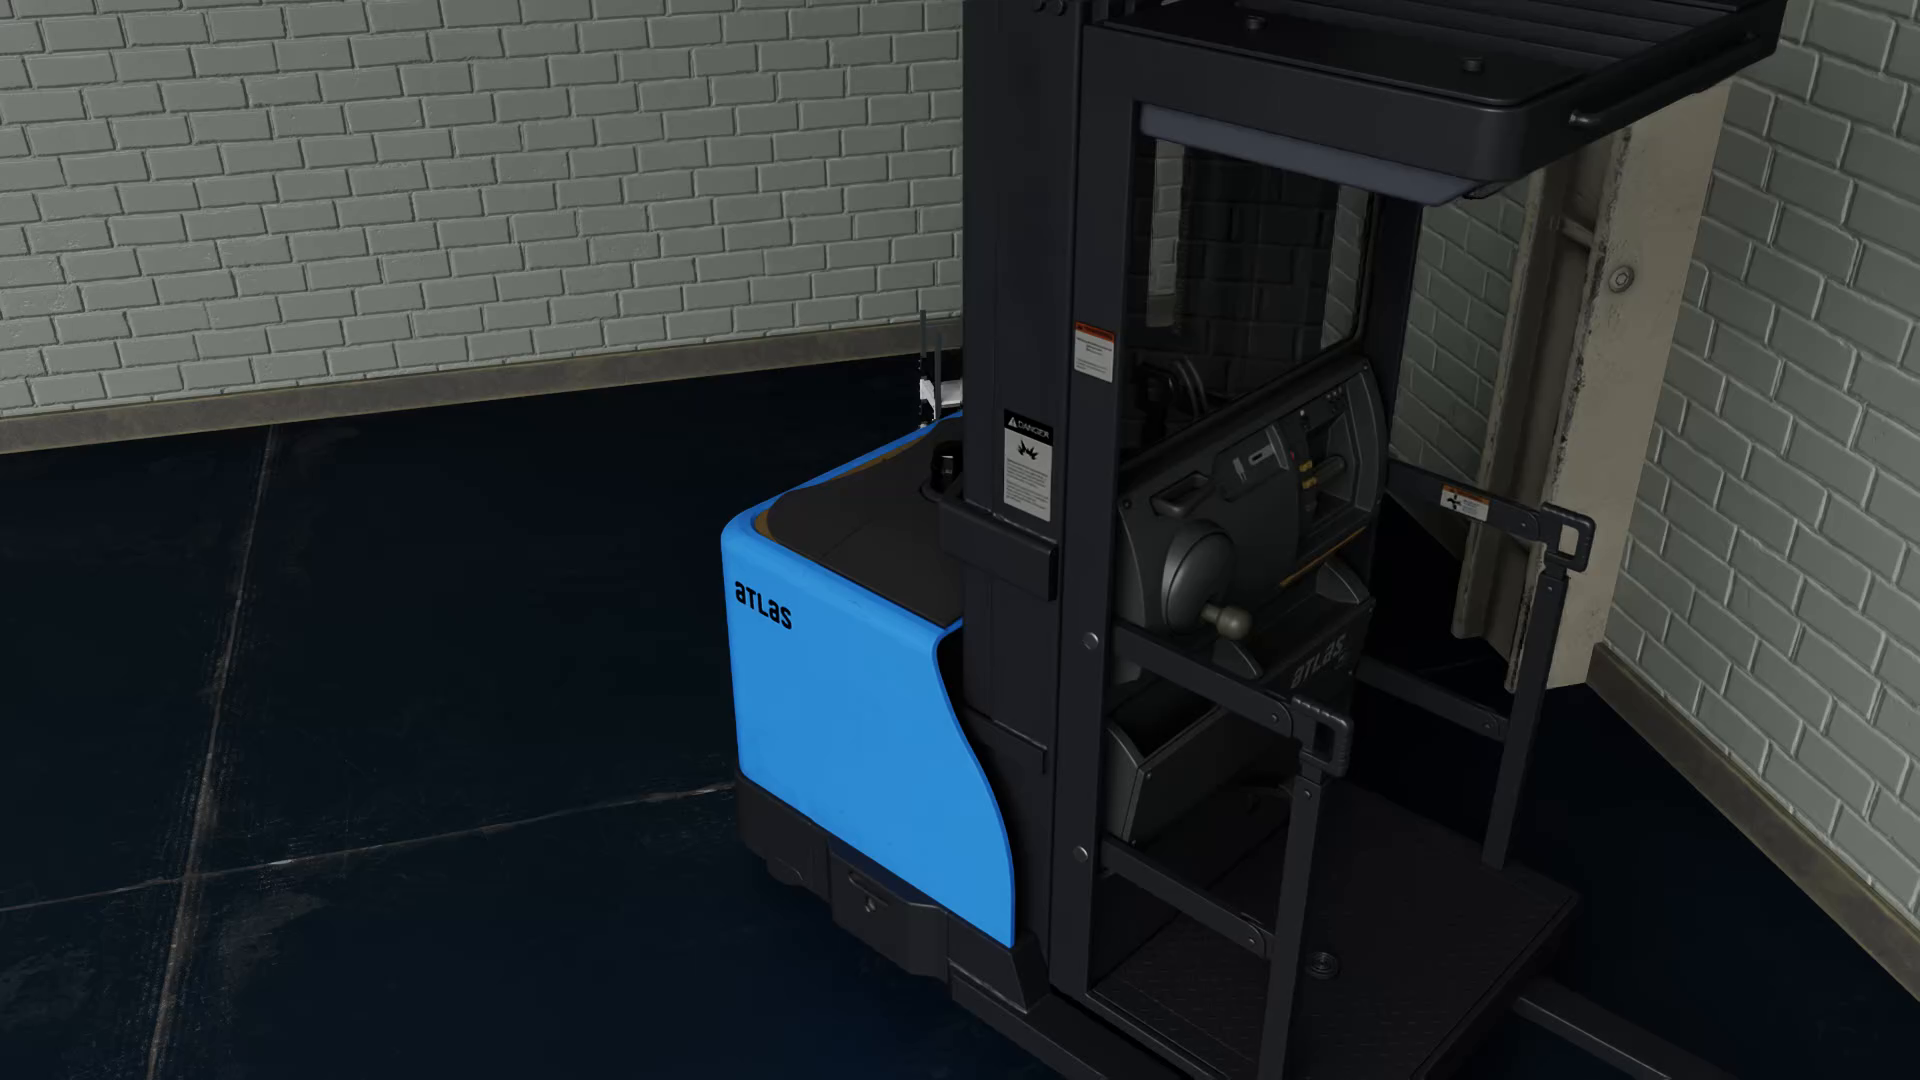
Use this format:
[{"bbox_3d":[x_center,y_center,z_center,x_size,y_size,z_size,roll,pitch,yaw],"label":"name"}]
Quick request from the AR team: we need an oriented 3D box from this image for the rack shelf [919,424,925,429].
[{"bbox_3d":[0.002,-0.357,6.034,0.258,0.077,0.200,-8,31,-13],"label":"rack shelf"}]

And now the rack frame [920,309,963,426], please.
[{"bbox_3d":[-0.025,-0.435,6.103,0.240,0.900,0.006,-8,31,-13],"label":"rack frame"}]

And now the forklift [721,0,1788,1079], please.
[{"bbox_3d":[0.799,-0.060,3.428,3.031,2.935,1.130,25,38,36],"label":"forklift"}]

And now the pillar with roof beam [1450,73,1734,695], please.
[{"bbox_3d":[-2.268,-2.937,2.341,9.100,9.000,0.400,-8,31,-13],"label":"pillar with roof beam"}]

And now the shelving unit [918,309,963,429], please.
[{"bbox_3d":[0.002,-0.386,6.018,0.258,0.900,0.210,-8,31,-13],"label":"shelving unit"}]

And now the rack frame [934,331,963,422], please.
[{"bbox_3d":[0.029,-0.336,5.933,0.240,0.900,0.006,-8,31,-13],"label":"rack frame"}]

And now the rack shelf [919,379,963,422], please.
[{"bbox_3d":[0.002,-0.512,5.944,0.258,0.077,0.200,-8,31,-13],"label":"rack shelf"}]

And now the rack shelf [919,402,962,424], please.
[{"bbox_3d":[0.002,-0.435,5.989,0.258,0.077,0.200,-8,31,-13],"label":"rack shelf"}]

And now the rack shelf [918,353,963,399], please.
[{"bbox_3d":[0.002,-0.590,5.899,0.258,0.077,0.200,-8,31,-13],"label":"rack shelf"}]
